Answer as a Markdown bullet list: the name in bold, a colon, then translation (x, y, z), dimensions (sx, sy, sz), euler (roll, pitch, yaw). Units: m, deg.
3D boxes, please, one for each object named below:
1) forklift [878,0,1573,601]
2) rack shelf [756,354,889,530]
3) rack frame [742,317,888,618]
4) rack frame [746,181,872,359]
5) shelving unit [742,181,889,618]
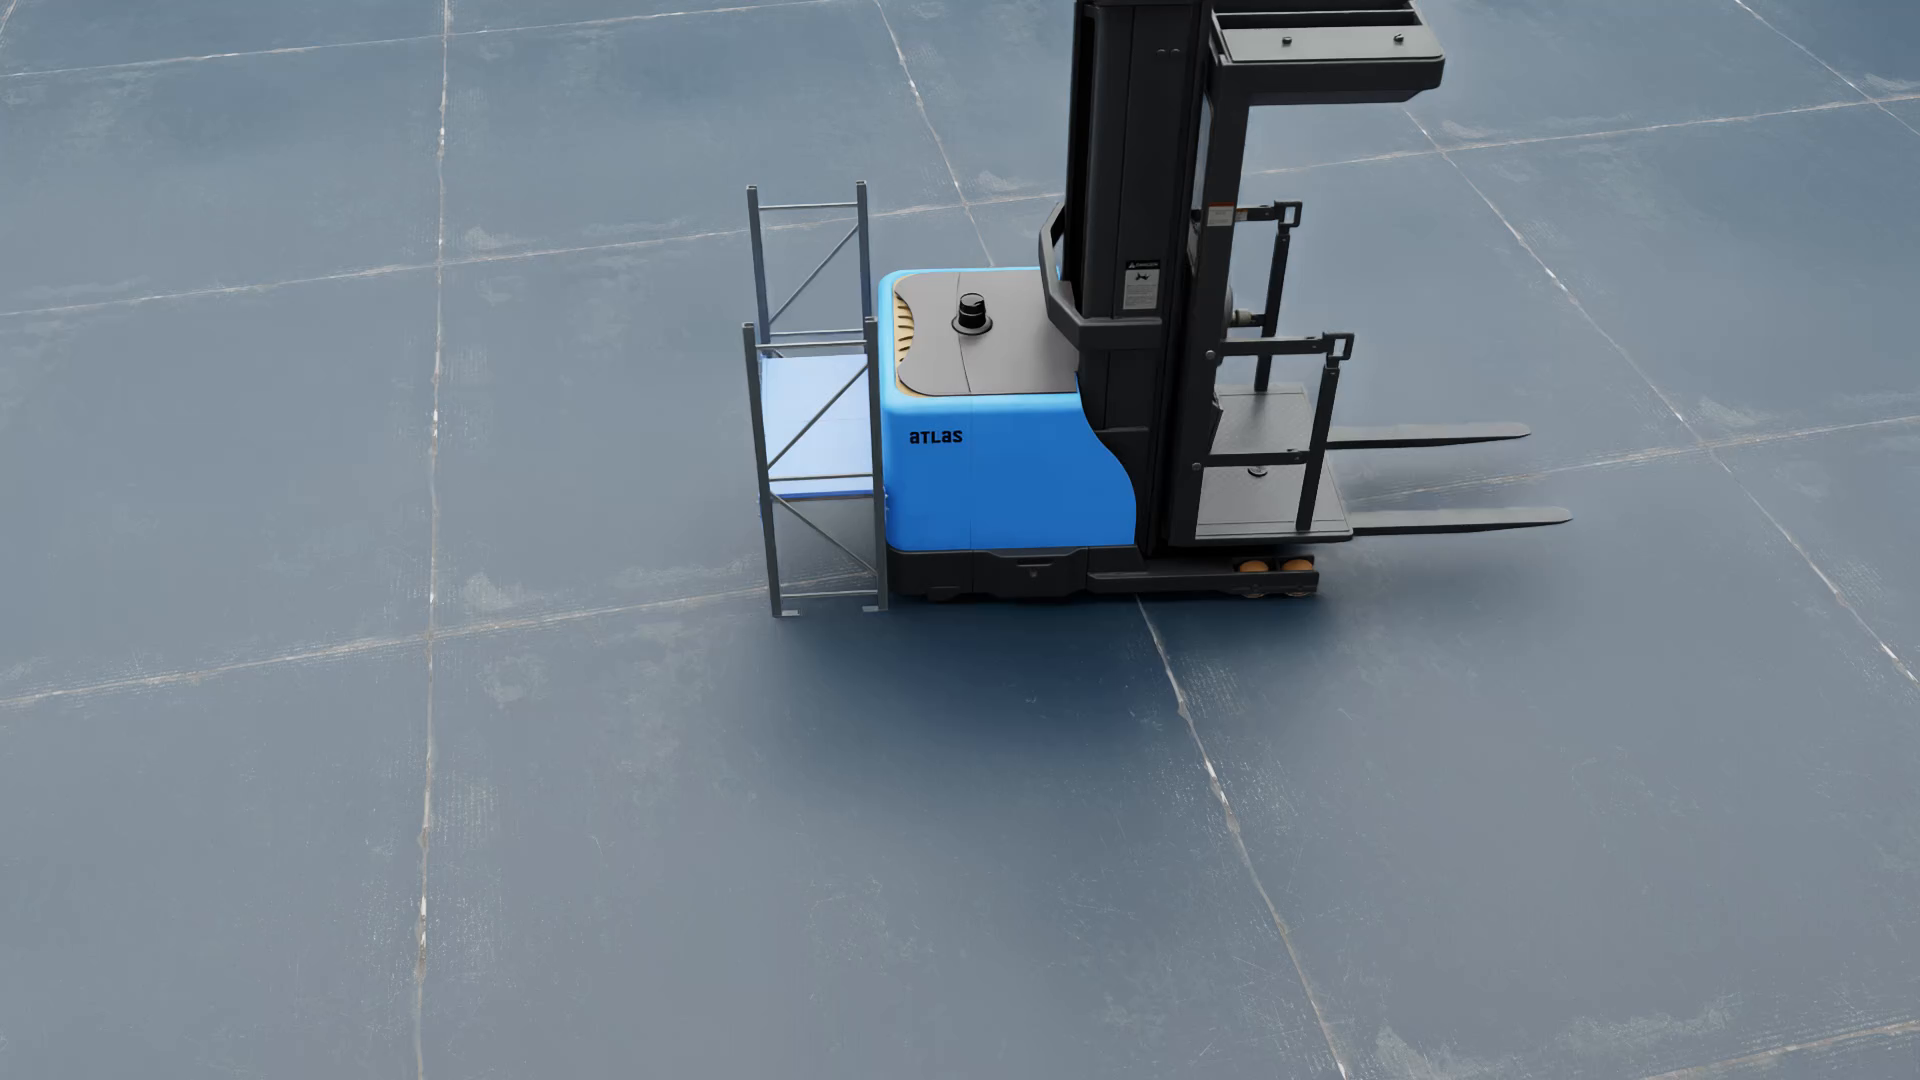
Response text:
- **forklift**: translation (1.165, -1.196, 6.671), dimensions (3.031, 2.935, 1.130), euler (-2, 42, -2)
- **rack shelf**: translation (-0.600, -0.452, 7.182), dimensions (0.538, 0.185, 1.000), euler (-3, 42, -3)
- **rack frame**: translation (-0.559, -0.250, 6.683), dimensions (0.500, 1.500, 0.032), euler (-3, 42, -3)
- **rack frame**: translation (-0.641, -0.922, 7.441), dimensions (0.500, 1.500, 0.032), euler (-3, 42, -3)
- **shelving unit**: translation (-0.600, -0.586, 7.062), dimensions (0.538, 1.500, 1.048), euler (-3, 42, -3)
